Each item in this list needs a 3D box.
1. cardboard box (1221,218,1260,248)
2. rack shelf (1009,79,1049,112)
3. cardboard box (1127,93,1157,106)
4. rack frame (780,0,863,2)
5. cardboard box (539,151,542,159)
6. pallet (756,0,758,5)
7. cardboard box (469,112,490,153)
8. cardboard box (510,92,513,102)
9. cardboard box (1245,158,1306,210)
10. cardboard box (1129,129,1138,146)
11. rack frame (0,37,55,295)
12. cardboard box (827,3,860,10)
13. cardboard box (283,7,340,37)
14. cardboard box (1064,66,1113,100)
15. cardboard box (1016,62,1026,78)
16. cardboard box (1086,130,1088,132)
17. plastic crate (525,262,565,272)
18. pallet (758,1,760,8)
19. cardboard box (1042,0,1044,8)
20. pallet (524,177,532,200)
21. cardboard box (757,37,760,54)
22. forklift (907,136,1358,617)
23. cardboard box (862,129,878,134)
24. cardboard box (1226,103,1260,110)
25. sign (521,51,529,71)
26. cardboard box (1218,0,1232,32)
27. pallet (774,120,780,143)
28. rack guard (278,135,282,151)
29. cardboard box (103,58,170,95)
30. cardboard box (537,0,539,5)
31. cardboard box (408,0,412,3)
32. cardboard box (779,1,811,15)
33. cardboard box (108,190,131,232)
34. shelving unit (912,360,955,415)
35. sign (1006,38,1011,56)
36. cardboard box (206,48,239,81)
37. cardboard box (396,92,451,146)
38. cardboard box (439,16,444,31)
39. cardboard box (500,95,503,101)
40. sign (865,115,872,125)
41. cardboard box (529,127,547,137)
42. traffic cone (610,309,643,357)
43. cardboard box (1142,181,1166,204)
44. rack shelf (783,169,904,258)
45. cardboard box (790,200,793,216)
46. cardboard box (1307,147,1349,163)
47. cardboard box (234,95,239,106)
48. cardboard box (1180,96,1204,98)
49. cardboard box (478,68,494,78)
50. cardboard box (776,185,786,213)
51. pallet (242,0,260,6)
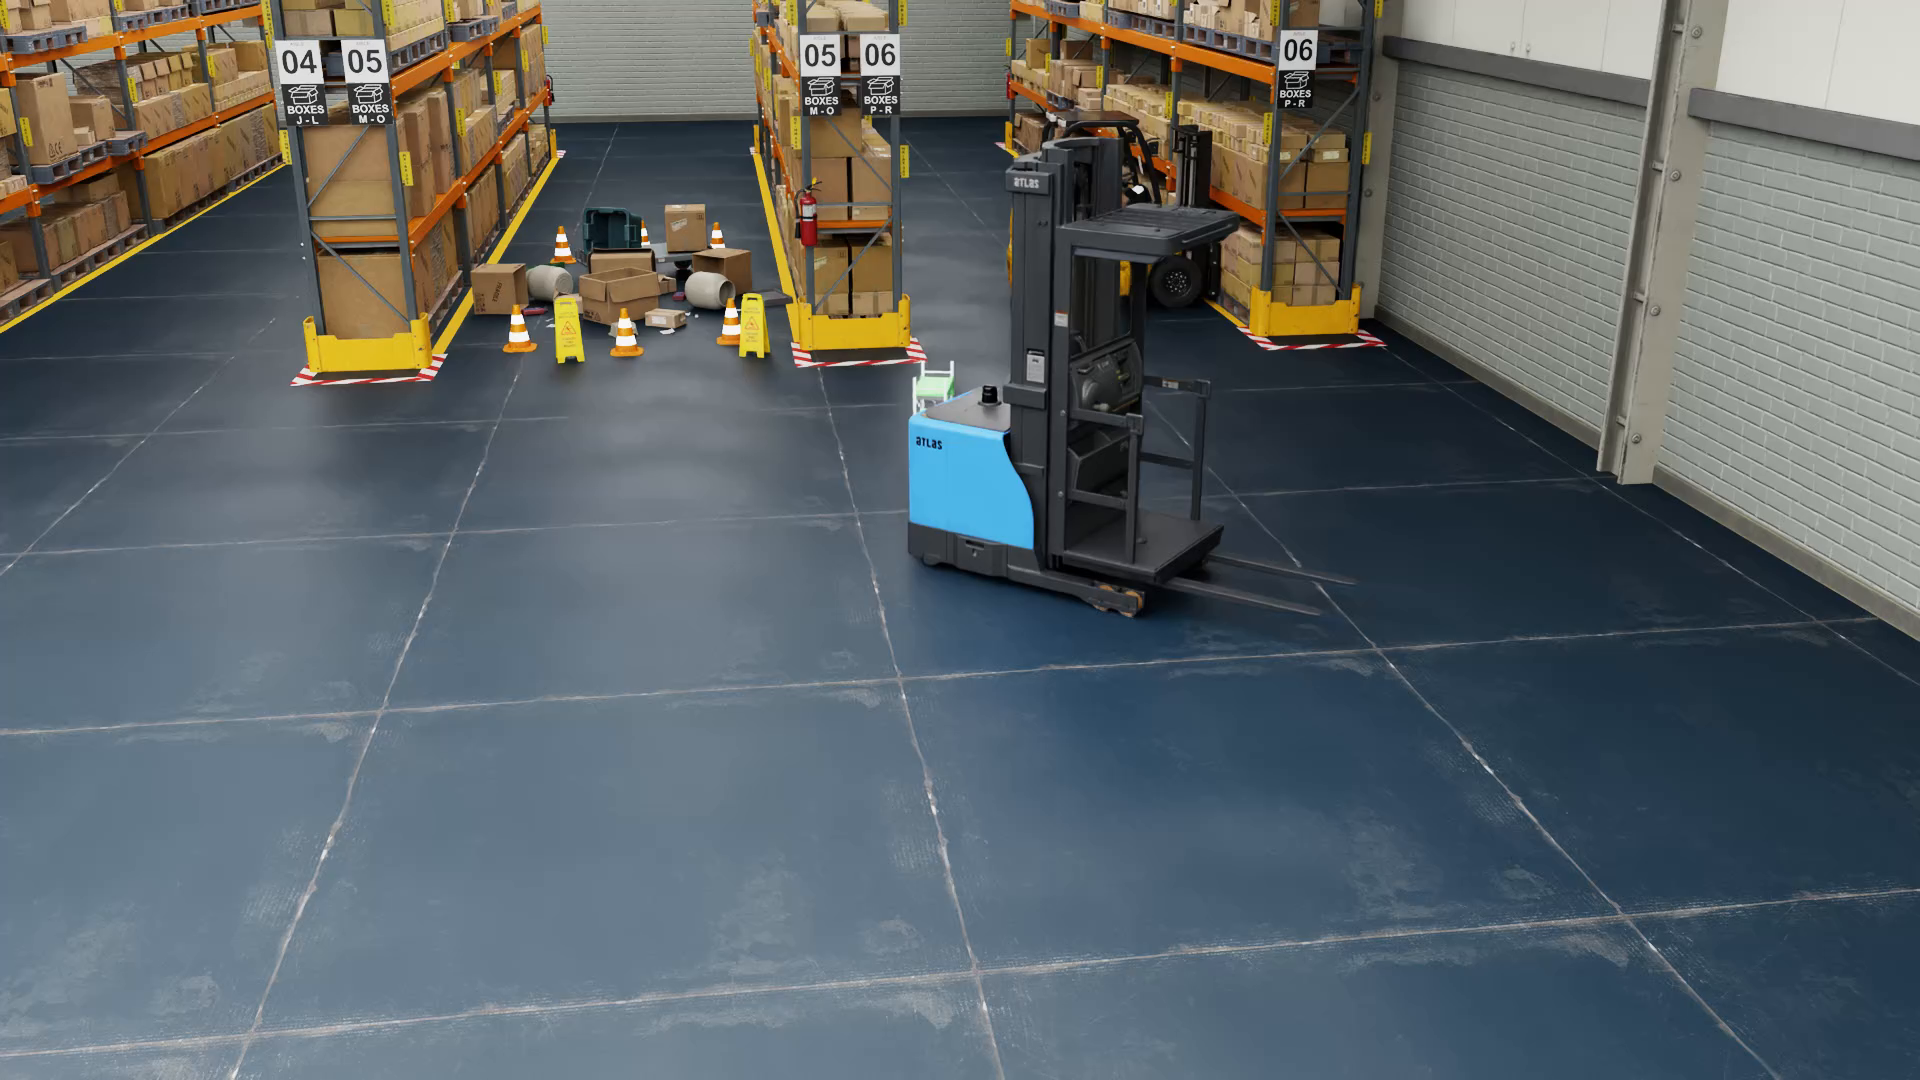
[{"bbox_3d":[3.258,-3.593,19.449,0.500,0.250,0.500,-3,21,-7],"label":"cardboard box"},{"bbox_3d":[1.777,-8.232,30.996,1.077,0.370,4.000,-3,21,-8],"label":"rack shelf"},{"bbox_3d":[2.592,-6.270,23.647,0.380,0.149,0.250,-2,21,-7],"label":"cardboard box"},{"bbox_3d":[-1.693,-7.665,19.877,1.000,3.000,0.127,-3,21,-8],"label":"rack frame"},{"bbox_3d":[-7.768,-6.969,30.062,0.380,0.149,0.250,-3,21,-7],"label":"cardboard box"},{"bbox_3d":[-3.127,-9.693,29.722,1.003,0.211,1.213,-3,21,-8],"label":"pallet"},{"bbox_3d":[-6.680,-5.513,22.548,0.500,0.500,0.500,-3,21,-9],"label":"cardboard box"},{"bbox_3d":[-7.405,-7.115,26.738,0.380,0.149,0.250,-3,21,-8],"label":"cardboard box"},{"bbox_3d":[3.464,-3.925,18.296,0.500,0.500,0.500,-3,21,-9],"label":"cardboard box"},{"bbox_3d":[2.685,-5.723,23.466,0.500,0.250,0.500,-2,21,-6],"label":"cardboard box"},{"bbox_3d":[-11.500,-4.355,19.589,1.000,3.000,0.127,-3,21,-8],"label":"rack frame"},{"bbox_3d":[-1.369,-6.236,19.558,0.380,0.149,0.250,-2,21,-6],"label":"cardboard box"},{"bbox_3d":[-6.347,-5.058,16.231,0.500,0.250,0.500,-3,21,-7],"label":"cardboard box"},{"bbox_3d":[2.101,-7.490,27.239,0.700,0.500,0.500,-3,21,-8],"label":"cardboard box"},{"bbox_3d":[1.360,-8.985,31.775,0.500,0.250,0.500,-3,21,-7],"label":"cardboard box"},{"bbox_3d":[2.403,-7.093,28.965,0.380,0.149,0.250,-4,21,-10],"label":"cardboard box"},{"bbox_3d":[-5.255,-3.285,20.662,0.450,0.188,0.662,-2,18,24],"label":"plastic crate"},{"bbox_3d":[-2.954,-9.272,28.593,1.003,0.211,1.213,-3,21,-8],"label":"pallet"},{"bbox_3d":[1.659,-9.452,29.307,0.380,0.149,0.250,-2,21,-6],"label":"cardboard box"},{"bbox_3d":[-7.616,-5.764,27.347,1.003,0.211,1.213,-3,21,-8],"label":"pallet"},{"bbox_3d":[-3.335,-8.641,29.493,0.500,0.500,0.500,-3,21,-7],"label":"cardboard box"},{"bbox_3d":[1.146,-1.082,10.925,3.031,2.935,1.130,13,24,30],"label":"forklift"},{"bbox_3d":[-1.223,-4.542,19.522,0.500,0.500,0.500,-2,21,-6],"label":"cardboard box"},{"bbox_3d":[3.558,-5.412,20.924,0.380,0.149,0.250,-3,21,-9],"label":"cardboard box"},{"bbox_3d":[-7.181,-7.911,27.456,0.100,0.325,0.005,-3,21,-8],"label":"sign"},{"bbox_3d":[3.395,-6.124,19.147,0.797,0.503,0.637,-2,21,-6],"label":"cardboard box"},{"bbox_3d":[-2.062,-5.908,24.022,1.213,0.211,1.003,-3,21,-8],"label":"pallet"},{"bbox_3d":[-13.233,-7.347,31.172,1.175,0.500,0.348,-3,21,-8],"label":"rack guard"},{"bbox_3d":[-12.360,-6.968,25.009,0.797,0.503,0.637,-2,21,-6],"label":"cardboard box"},{"bbox_3d":[-7.979,-9.915,30.404,0.500,0.250,0.500,-3,21,-9],"label":"cardboard box"},{"bbox_3d":[-5.916,-5.661,17.276,0.380,0.149,0.250,-3,21,-8],"label":"cardboard box"},{"bbox_3d":[-1.971,-6.390,19.970,0.380,0.149,0.250,-3,21,-9],"label":"cardboard box"},{"bbox_3d":[-11.960,-4.544,23.039,0.700,0.500,0.500,-4,21,-11],"label":"cardboard box"},{"bbox_3d":[-0.192,-0.682,12.327,0.258,1.200,0.503,2,21,5],"label":"shelving unit"},{"bbox_3d":[0.951,-9.639,32.500,0.100,0.325,0.005,-3,21,-8],"label":"sign"},{"bbox_3d":[-12.612,-8.075,28.265,0.500,0.500,0.500,-4,21,-9],"label":"cardboard box"},{"bbox_3d":[-6.363,-4.832,19.109,0.875,0.550,0.550,-3,21,-8],"label":"cardboard box"},{"bbox_3d":[-6.208,-5.991,19.298,0.380,0.149,0.250,-3,21,-8],"label":"cardboard box"},{"bbox_3d":[-7.212,-6.797,25.460,0.380,0.149,0.250,-3,21,-8],"label":"cardboard box"},{"bbox_3d":[-1.157,-5.290,20.856,0.100,0.325,0.005,-3,21,-8],"label":"sign"},{"bbox_3d":[-7.837,-7.521,30.690,0.380,0.149,0.250,-3,21,-9],"label":"cardboard box"},{"bbox_3d":[-3.504,-2.191,17.422,0.336,0.463,0.334,-3,21,-8],"label":"traffic cone"},{"bbox_3d":[3.028,-4.640,23.145,0.875,0.625,0.625,-3,21,-8],"label":"cardboard box"},{"bbox_3d":[-1.405,-3.825,19.199,1.077,0.370,4.000,-3,21,-8],"label":"rack shelf"},{"bbox_3d":[-1.841,-3.976,19.906,0.380,0.149,0.250,-2,21,-6],"label":"cardboard box"},{"bbox_3d":[4.003,-4.203,18.111,0.380,0.149,0.250,-3,21,-9],"label":"cardboard box"},{"bbox_3d":[-12.520,-7.488,28.336,0.380,0.149,0.250,-3,21,-9],"label":"cardboard box"},{"bbox_3d":[3.206,-6.120,23.244,0.380,0.149,0.250,-3,21,-7],"label":"cardboard box"},{"bbox_3d":[-8.079,-7.679,27.921,0.500,0.500,0.500,-3,21,-8],"label":"cardboard box"},{"bbox_3d":[-2.198,-5.009,24.496,0.950,0.372,0.625,-4,21,-11],"label":"cardboard box"},{"bbox_3d":[-13.112,-9.617,29.517,1.003,0.211,1.213,-3,21,-8],"label":"pallet"}]
